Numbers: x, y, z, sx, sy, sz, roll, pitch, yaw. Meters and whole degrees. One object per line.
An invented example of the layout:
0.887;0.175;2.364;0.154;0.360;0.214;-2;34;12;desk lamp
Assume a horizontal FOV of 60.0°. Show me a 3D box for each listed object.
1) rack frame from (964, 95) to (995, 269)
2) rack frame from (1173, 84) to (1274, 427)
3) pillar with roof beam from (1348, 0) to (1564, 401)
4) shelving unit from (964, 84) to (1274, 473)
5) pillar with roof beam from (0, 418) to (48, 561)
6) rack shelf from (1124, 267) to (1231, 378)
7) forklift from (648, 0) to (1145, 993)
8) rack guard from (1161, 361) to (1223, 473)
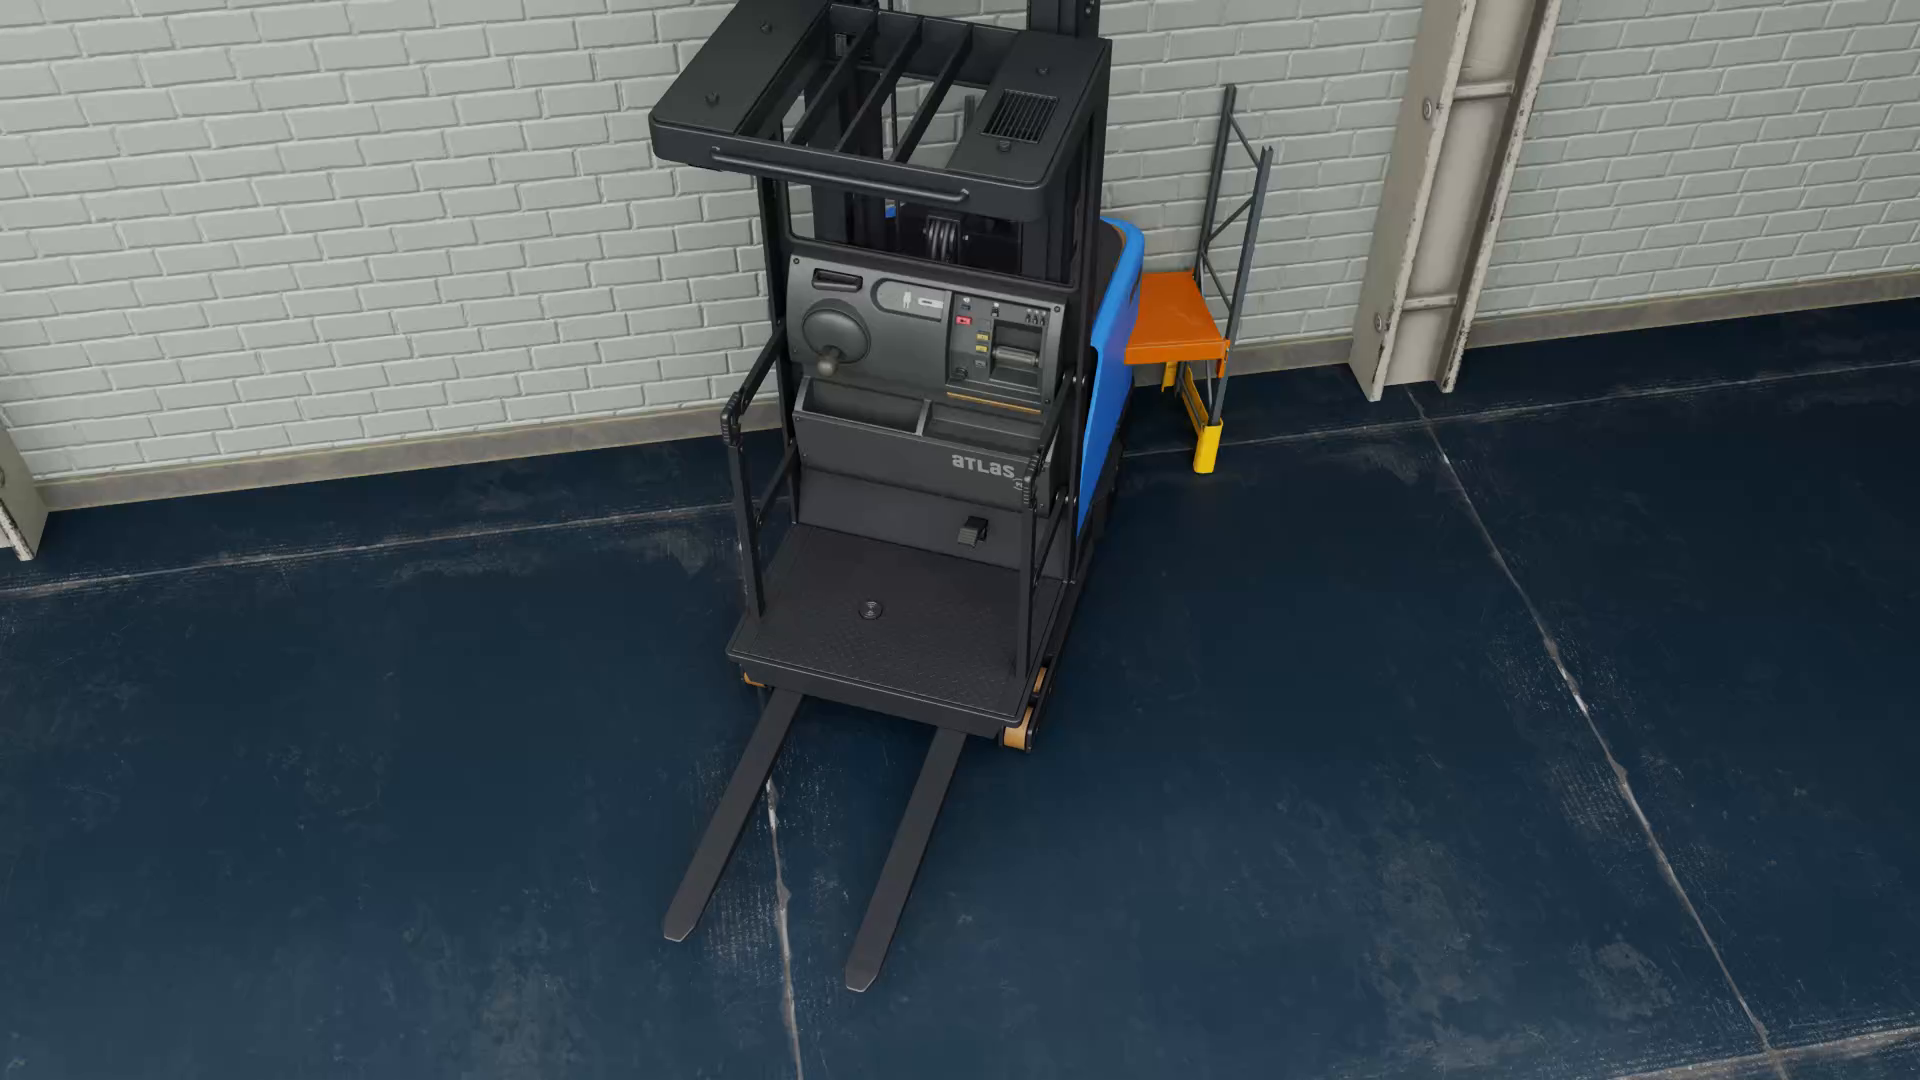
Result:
0.041;-0.946;6.544;0.032;1.500;0.500;-5;44;-9;rack frame
1.040;-1.030;6.708;0.032;1.500;0.500;-5;44;-9;rack frame
2.708;-0.813;1.284;0.400;9.000;9.100;-7;46;-7;pillar with roof beam
0.532;-0.987;6.625;1.083;1.500;0.587;-5;44;-9;shelving unit
-3.205;-0.076;0.574;0.400;9.000;9.100;-7;46;-7;pillar with roof beam
0.531;-0.857;6.749;1.000;0.185;0.538;-5;44;-9;rack shelf
-0.180;-0.586;5.279;1.130;2.935;3.031;12;47;11;forklift
0.989;-0.573;7.132;0.087;0.250;0.587;-5;44;-9;rack guard
